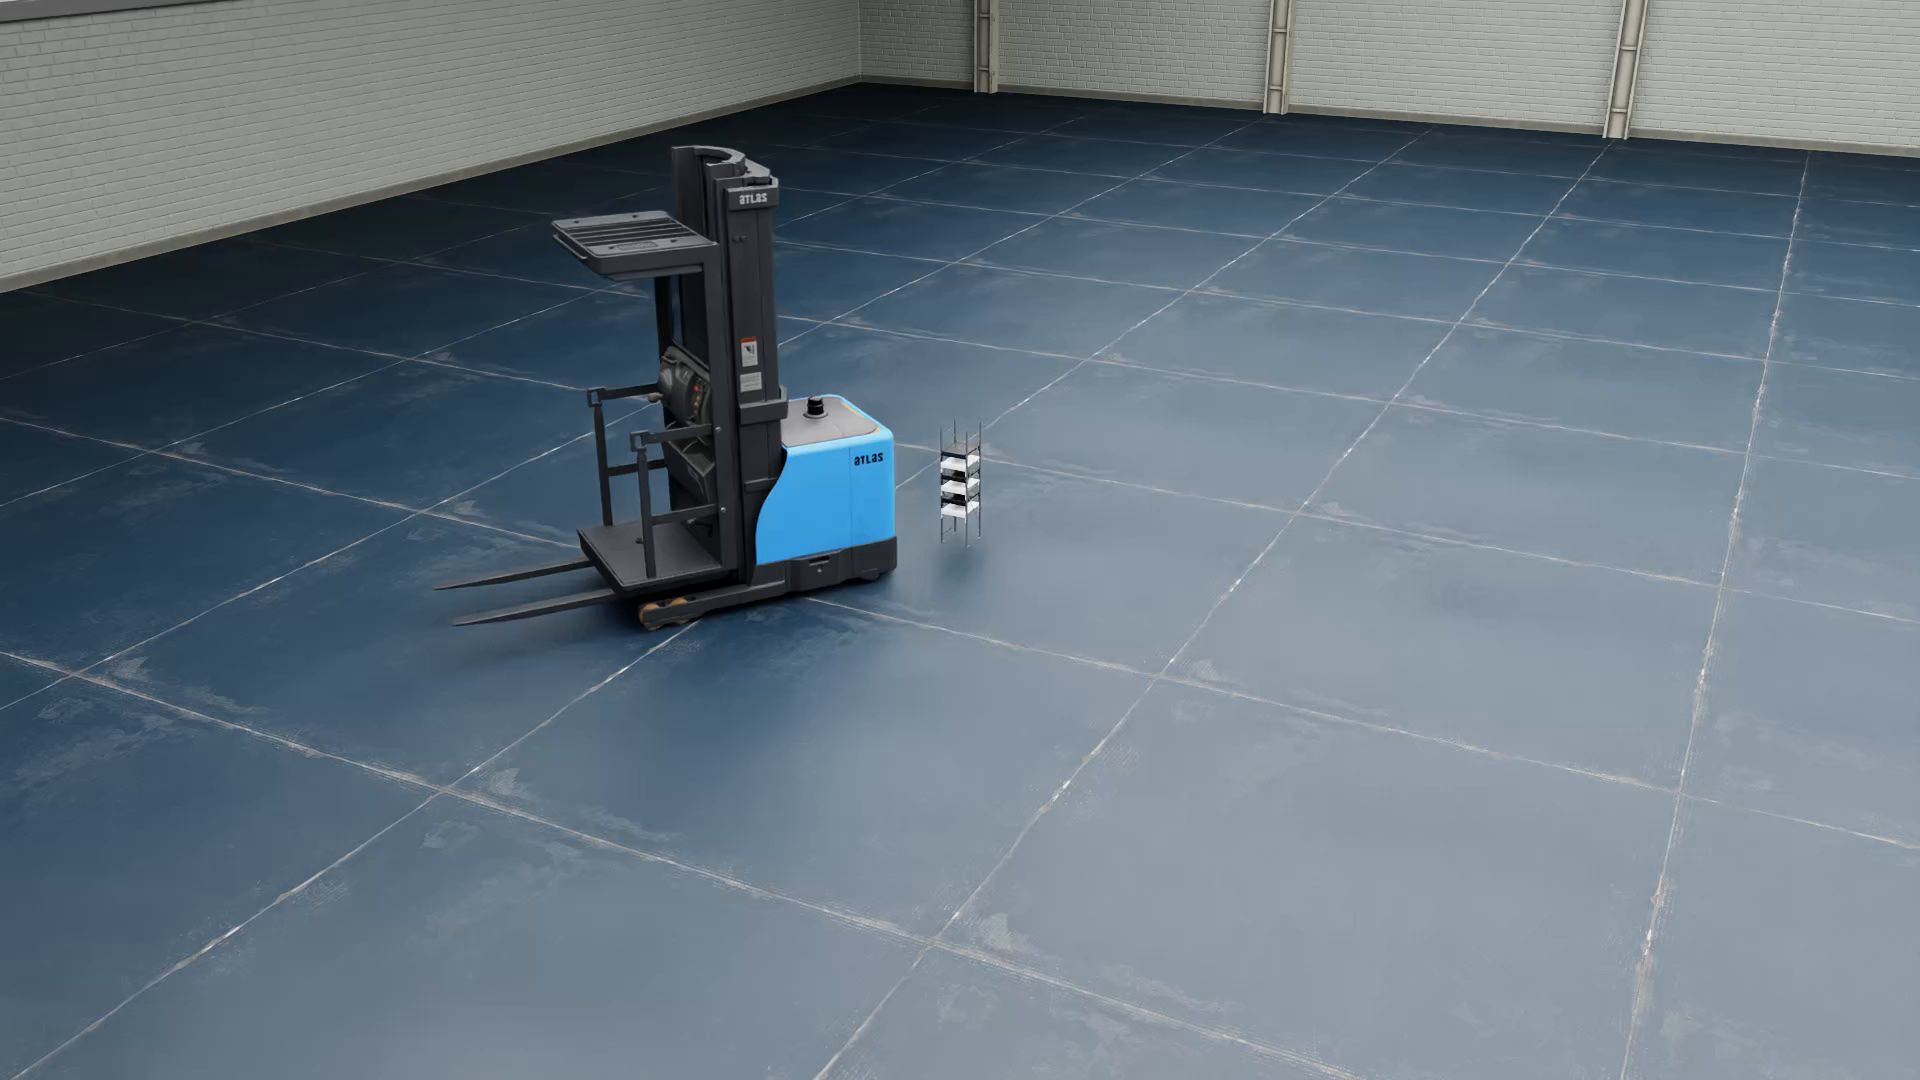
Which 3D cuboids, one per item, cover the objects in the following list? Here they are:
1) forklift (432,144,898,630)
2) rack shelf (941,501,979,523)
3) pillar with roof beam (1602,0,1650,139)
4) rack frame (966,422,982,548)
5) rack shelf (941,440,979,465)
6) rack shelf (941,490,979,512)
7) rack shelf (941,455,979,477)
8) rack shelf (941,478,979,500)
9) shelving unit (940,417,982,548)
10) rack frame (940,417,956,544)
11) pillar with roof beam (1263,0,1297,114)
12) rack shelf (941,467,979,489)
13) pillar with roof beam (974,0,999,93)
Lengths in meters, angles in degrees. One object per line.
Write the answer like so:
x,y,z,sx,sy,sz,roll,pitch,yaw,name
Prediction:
-1.987,-0.997,10.849,3.031,2.935,1.130,-11,26,-25,forklift
0.007,-0.216,12.154,0.200,0.077,0.258,11,25,25,rack shelf
9.288,-9.540,23.183,0.400,9.000,9.100,11,25,25,pillar with roof beam
0.098,-0.395,12.028,0.006,0.900,0.240,11,25,25,rack frame
0.007,-0.630,11.978,0.200,0.077,0.258,11,25,25,rack shelf
0.007,-0.299,12.119,0.200,0.077,0.258,11,25,25,rack shelf
0.007,-0.548,12.013,0.200,0.077,0.258,11,25,25,rack shelf
0.007,-0.382,12.084,0.200,0.077,0.258,11,25,25,rack shelf
0.007,-0.413,12.071,0.210,0.900,0.258,11,25,25,shelving unit
-0.083,-0.431,12.113,0.006,0.900,0.240,11,25,25,rack frame
3.934,-10.599,25.674,0.400,9.000,9.100,11,25,25,pillar with roof beam
0.007,-0.465,12.048,0.200,0.077,0.258,11,25,25,rack shelf
-1.421,-11.658,28.165,0.400,9.000,9.100,11,25,25,pillar with roof beam
